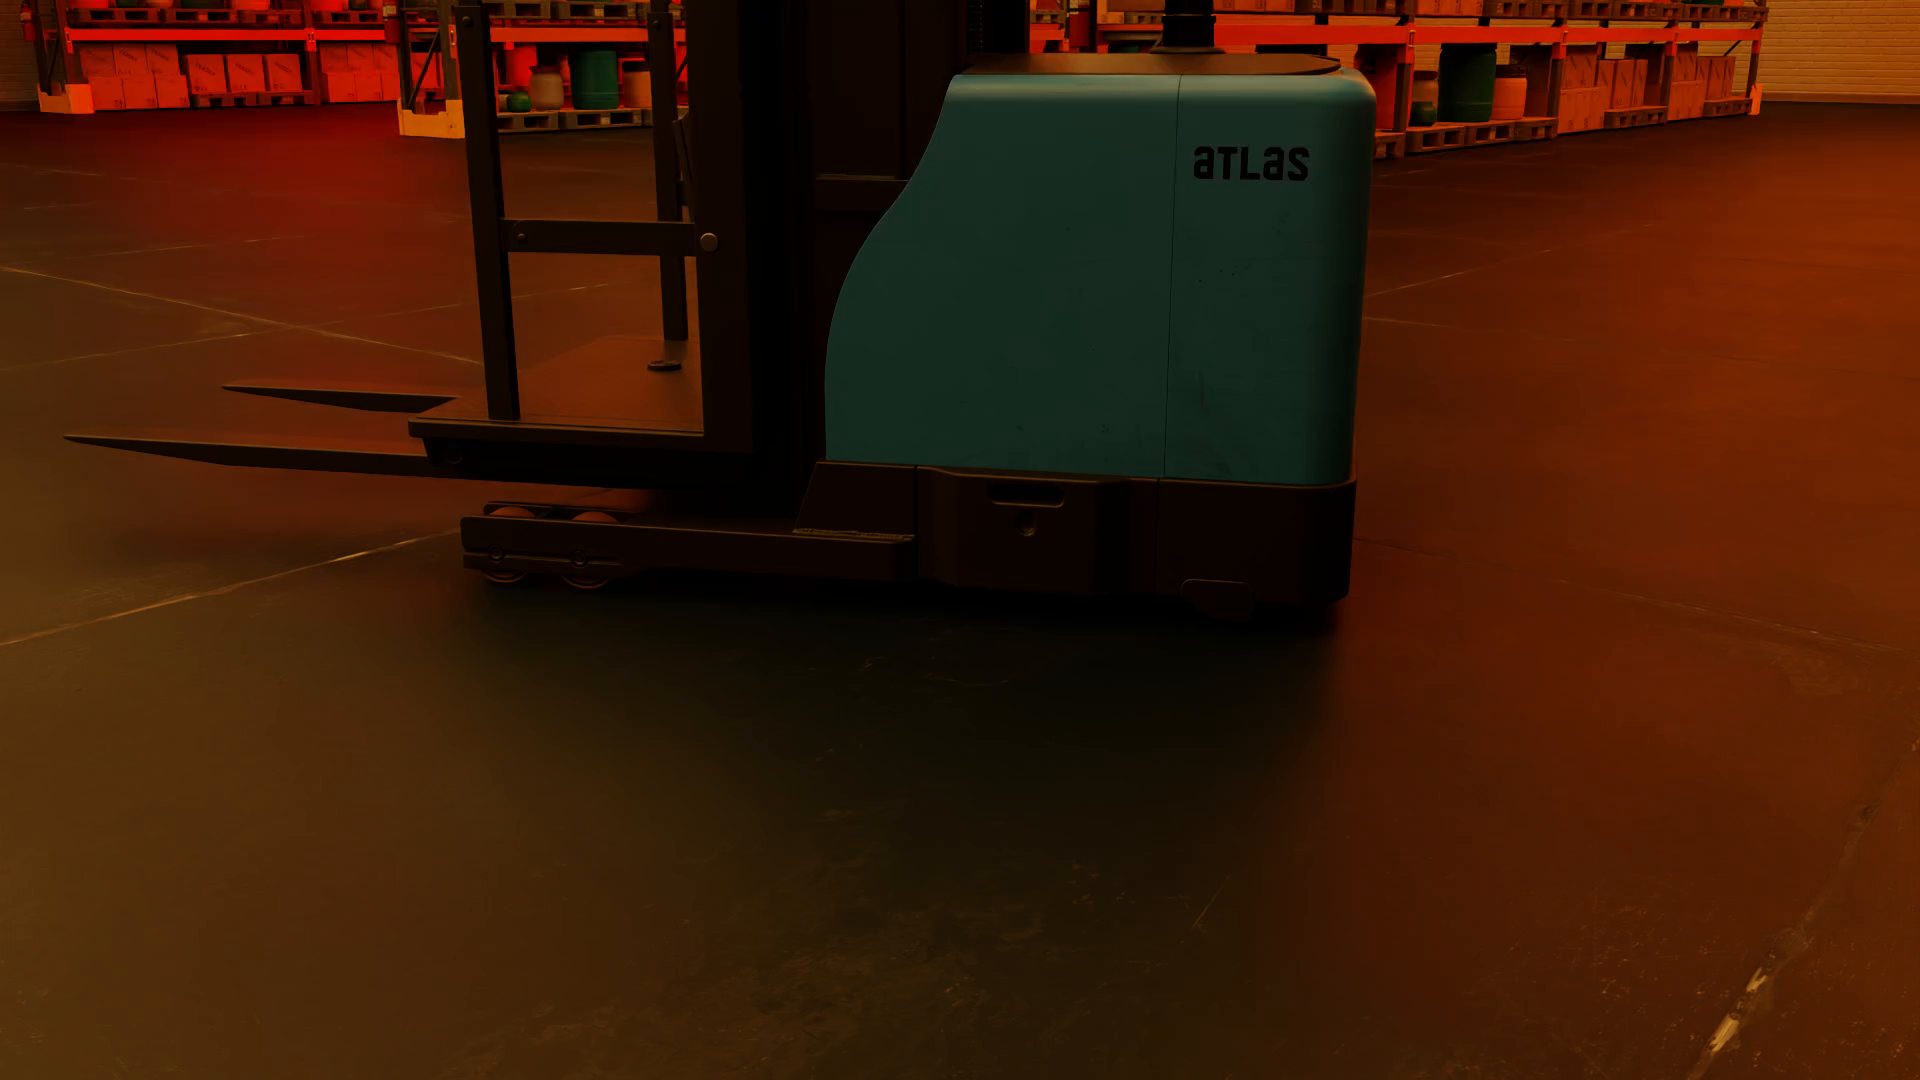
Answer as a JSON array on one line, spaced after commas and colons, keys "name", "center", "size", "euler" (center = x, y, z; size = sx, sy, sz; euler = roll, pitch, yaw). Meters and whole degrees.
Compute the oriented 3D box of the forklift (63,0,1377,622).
[{"name": "forklift", "center": [-0.610, -1.441, 3.642], "size": [3.031, 2.935, 1.130], "euler": [4, 17, 12]}]
